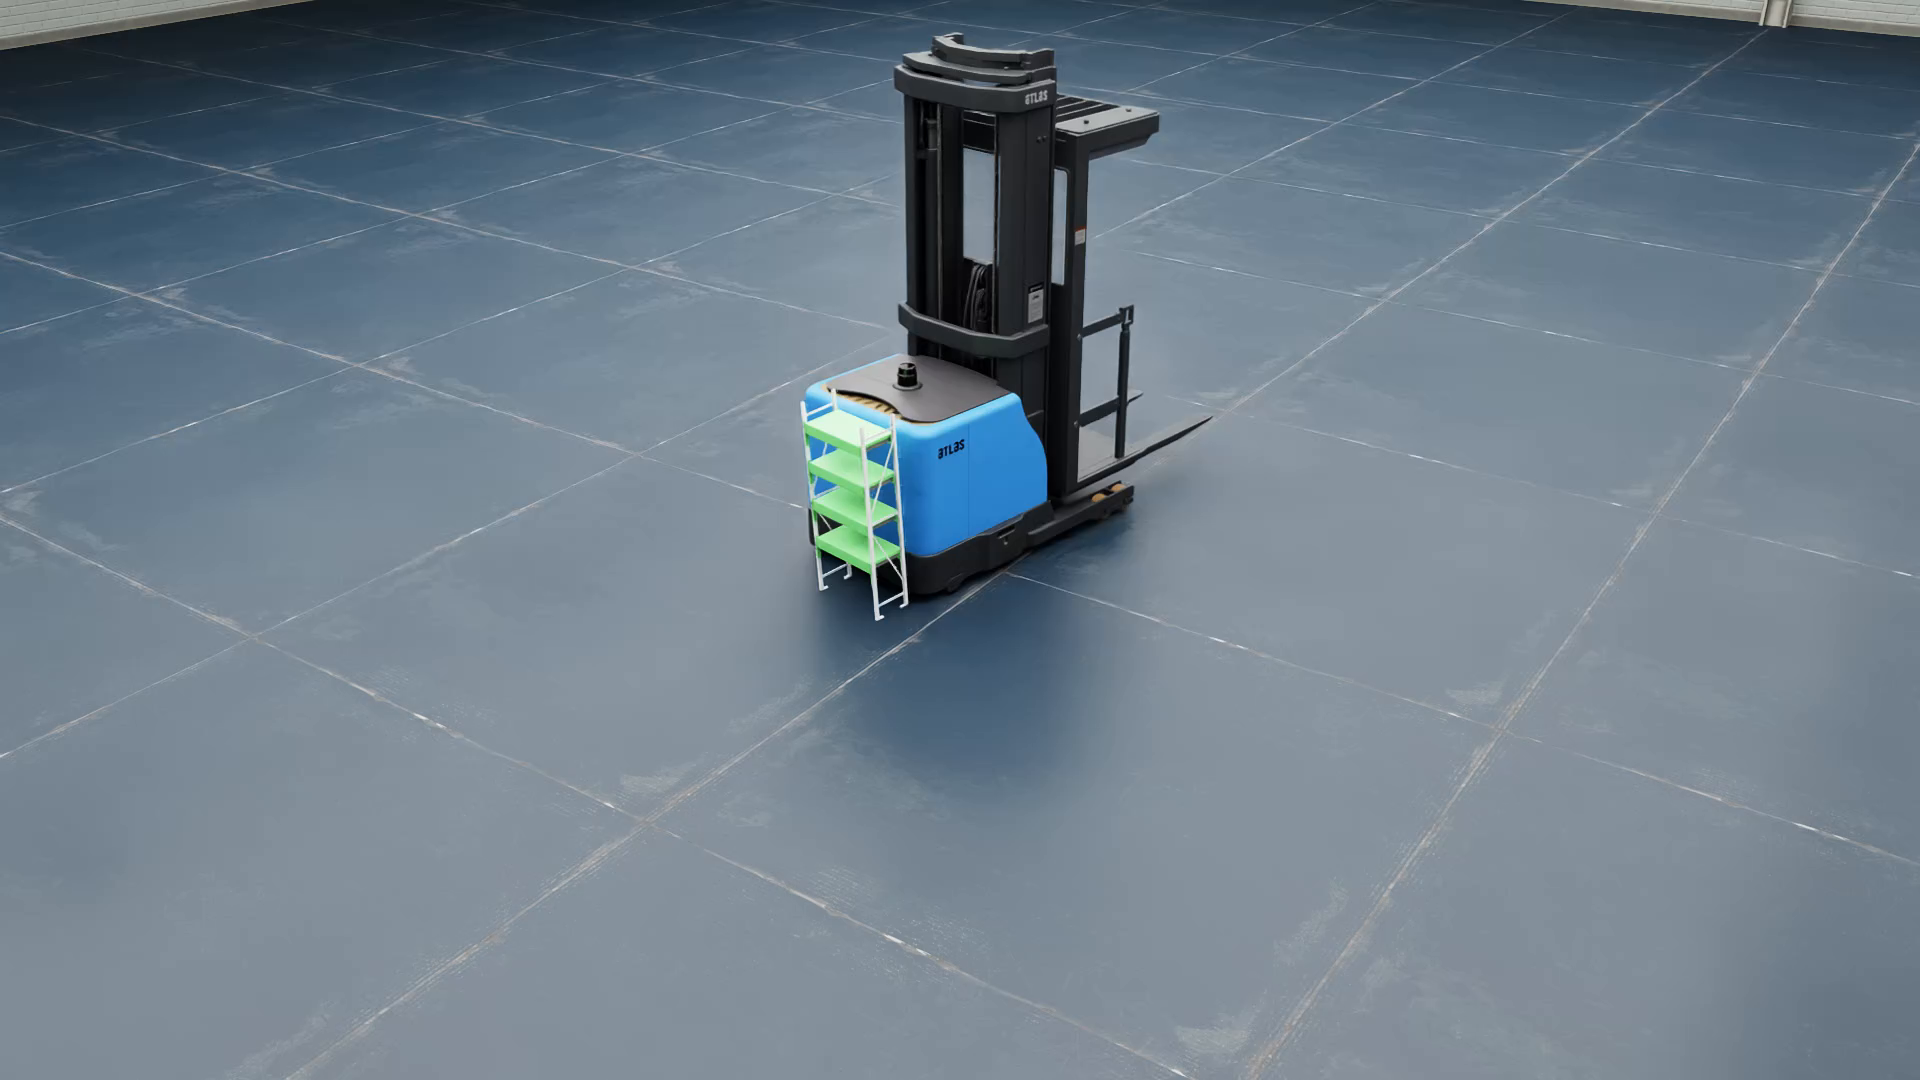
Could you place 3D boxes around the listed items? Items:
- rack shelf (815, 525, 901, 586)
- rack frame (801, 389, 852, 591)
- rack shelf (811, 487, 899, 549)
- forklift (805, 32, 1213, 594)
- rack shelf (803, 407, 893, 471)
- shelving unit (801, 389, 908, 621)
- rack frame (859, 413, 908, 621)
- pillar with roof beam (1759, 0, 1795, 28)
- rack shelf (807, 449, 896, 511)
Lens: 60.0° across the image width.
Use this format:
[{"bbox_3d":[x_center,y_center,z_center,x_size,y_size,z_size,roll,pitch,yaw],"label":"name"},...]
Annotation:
[{"bbox_3d":[-0.570,0.071,9.439,0.258,0.148,0.480,-27,37,-36],"label":"rack shelf"},{"bbox_3d":[-0.753,-0.272,9.446,0.240,1.200,0.015,-27,37,-36],"label":"rack frame"},{"bbox_3d":[-0.580,-0.138,9.321,0.258,0.148,0.480,-27,37,-36],"label":"rack shelf"},{"bbox_3d":[0.464,-1.574,10.112,1.130,2.935,3.031,23,35,38],"label":"forklift"},{"bbox_3d":[-0.602,-0.555,9.085,0.258,0.148,0.480,-27,37,-36],"label":"rack shelf"},{"bbox_3d":[-0.583,-0.193,9.289,0.258,1.200,0.503,-27,37,-36],"label":"shelving unit"},{"bbox_3d":[-0.414,-0.114,9.133,0.240,1.200,0.015,-27,37,-36],"label":"rack frame"},{"bbox_3d":[10.382,-10.508,20.977,0.400,9.000,9.100,17,32,30],"label":"pillar with roof beam"},{"bbox_3d":[-0.591,-0.346,9.203,0.258,0.148,0.480,-27,37,-36],"label":"rack shelf"}]
